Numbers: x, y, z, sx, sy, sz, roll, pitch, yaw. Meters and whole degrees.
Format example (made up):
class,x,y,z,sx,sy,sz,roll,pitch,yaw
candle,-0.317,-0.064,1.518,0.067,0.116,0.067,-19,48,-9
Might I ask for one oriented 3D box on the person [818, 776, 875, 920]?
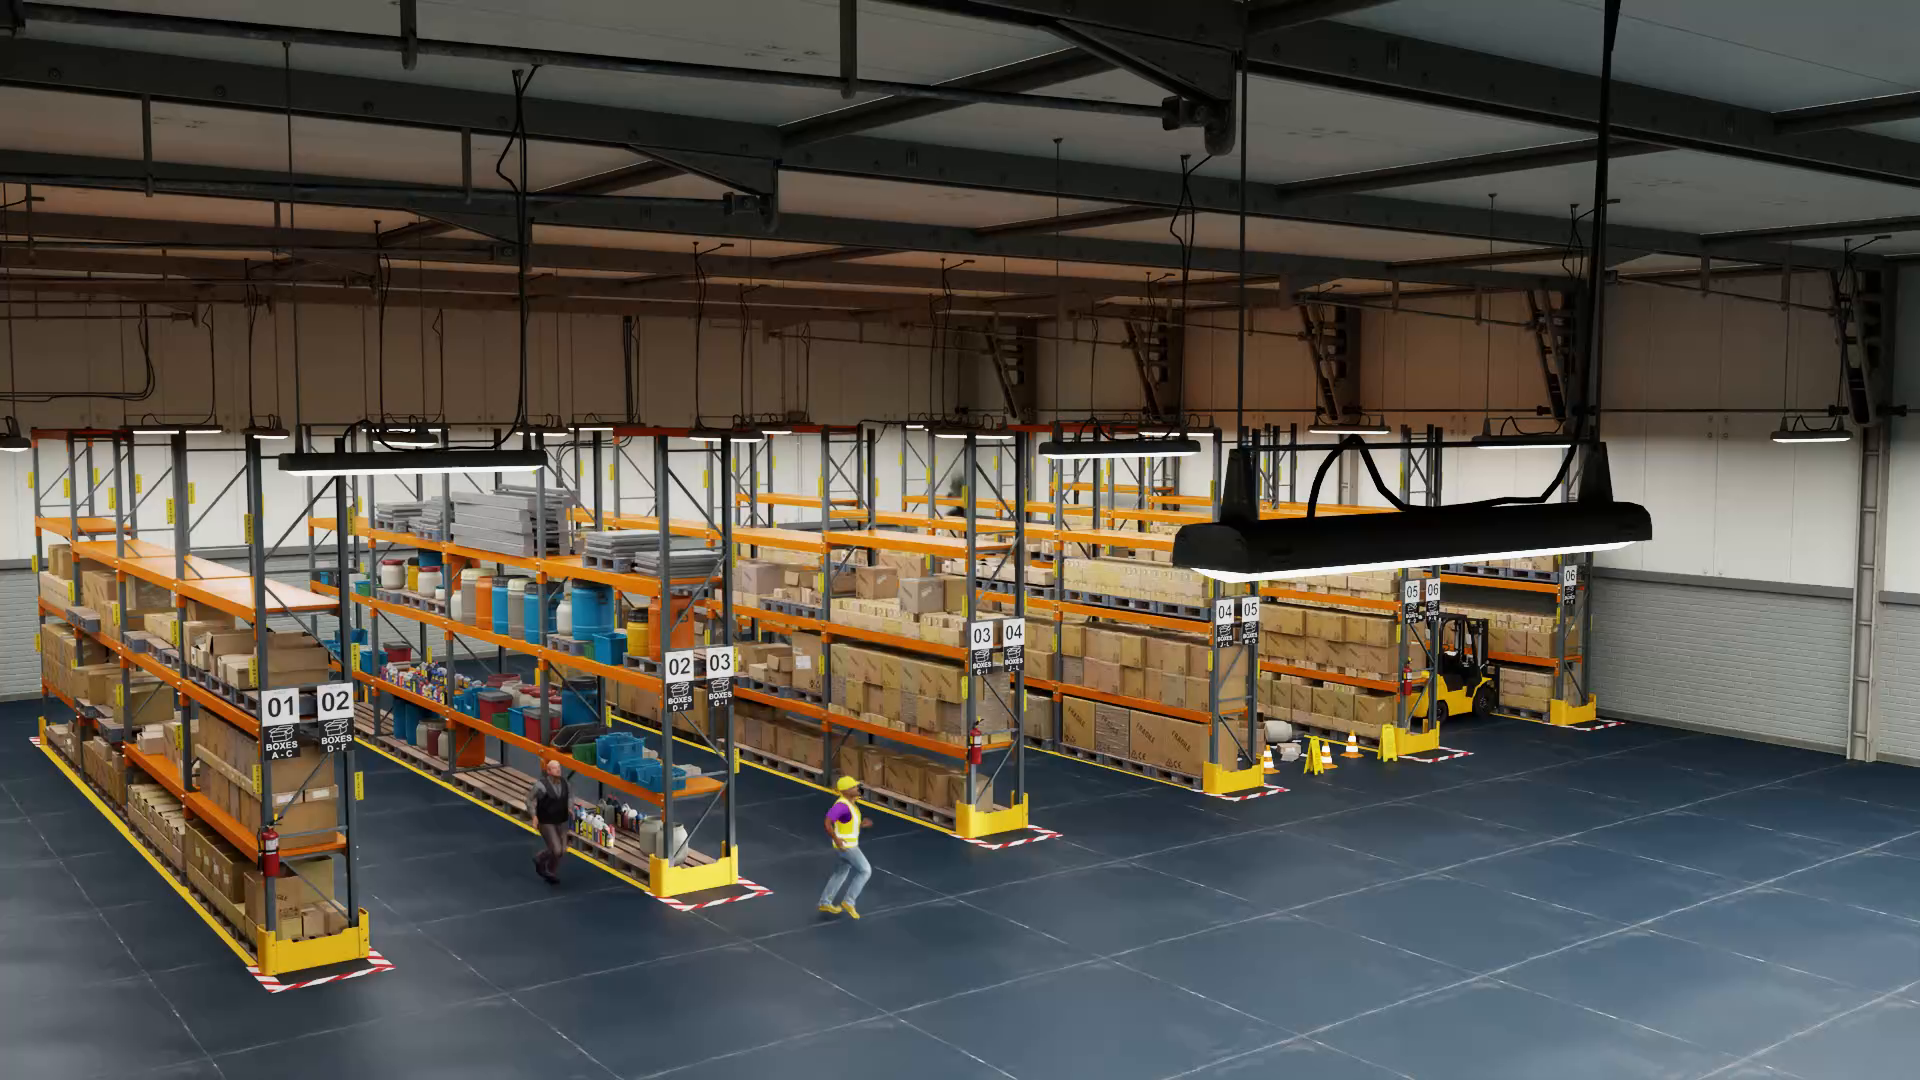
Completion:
class,x,y,z,sx,sy,sz,roll,pitch,yaw
person,-1.416,3.827,20.741,0.719,1.787,0.676,0,4,-4

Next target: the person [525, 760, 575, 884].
class,x,y,z,sx,sy,sz,roll,pitch,yaw
person,-5.396,3.759,22.117,0.610,1.672,0.644,4,6,44

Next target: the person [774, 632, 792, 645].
class,x,y,z,sx,sy,sz,roll,pitch,yaw
person,-4.520,2.129,42.599,0.755,1.829,0.660,-3,5,-32

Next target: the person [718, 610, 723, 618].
class,x,y,z,sx,sy,sz,roll,pitch,yaw
person,-5.529,2.442,38.298,0.653,1.843,0.767,-3,5,-34
